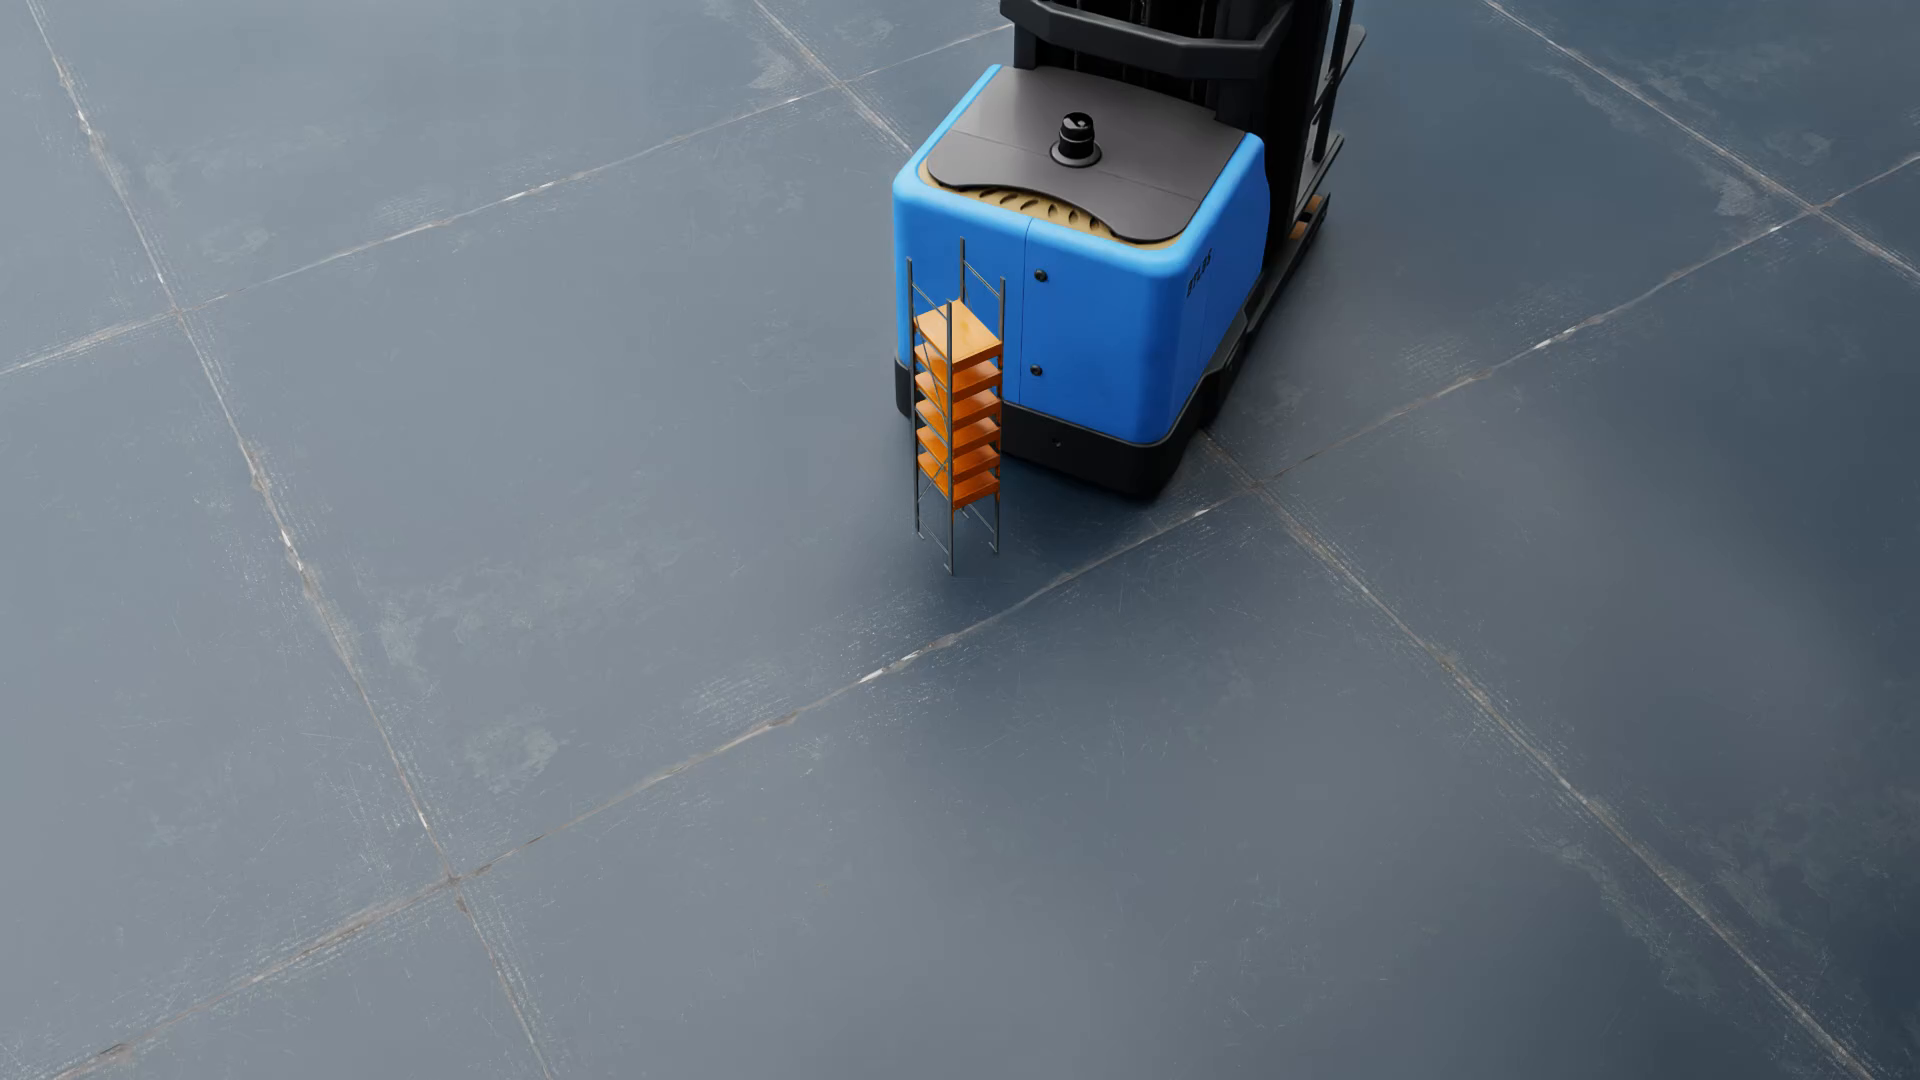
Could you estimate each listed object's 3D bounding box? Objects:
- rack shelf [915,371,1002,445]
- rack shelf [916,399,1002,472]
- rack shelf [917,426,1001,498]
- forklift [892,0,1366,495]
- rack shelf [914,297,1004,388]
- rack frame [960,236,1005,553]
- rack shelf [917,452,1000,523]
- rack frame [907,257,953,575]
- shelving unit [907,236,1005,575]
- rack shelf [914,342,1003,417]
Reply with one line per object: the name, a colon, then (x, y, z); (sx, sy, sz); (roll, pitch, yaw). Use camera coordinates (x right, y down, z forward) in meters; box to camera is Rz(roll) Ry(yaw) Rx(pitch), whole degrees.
rack shelf: (-0.012, -0.444, 5.240); (0.180, 0.103, 0.258); (-25, 53, -21)
rack shelf: (-0.012, -0.364, 5.330); (0.180, 0.103, 0.258); (-25, 53, -21)
rack shelf: (-0.012, -0.284, 5.420); (0.180, 0.103, 0.258); (-25, 53, -21)
forklift: (0.867, -2.242, 5.784); (1.130, 2.935, 3.031); (20, 51, 17)
rack shelf: (-0.012, -0.603, 5.061); (0.180, 0.103, 0.258); (-25, 53, -21)
rack frame: (0.065, -0.430, 5.329); (0.006, 1.200, 0.240); (-25, 53, -21)
rack shelf: (-0.012, -0.204, 5.509); (0.180, 0.103, 0.258); (-25, 53, -21)
rack frame: (-0.090, -0.357, 5.264); (0.006, 1.200, 0.240); (-25, 53, -21)
shelving unit: (-0.012, -0.393, 5.297); (0.189, 1.200, 0.258); (-25, 53, -21)
rack shelf: (-0.012, -0.523, 5.151); (0.180, 0.103, 0.258); (-25, 53, -21)
